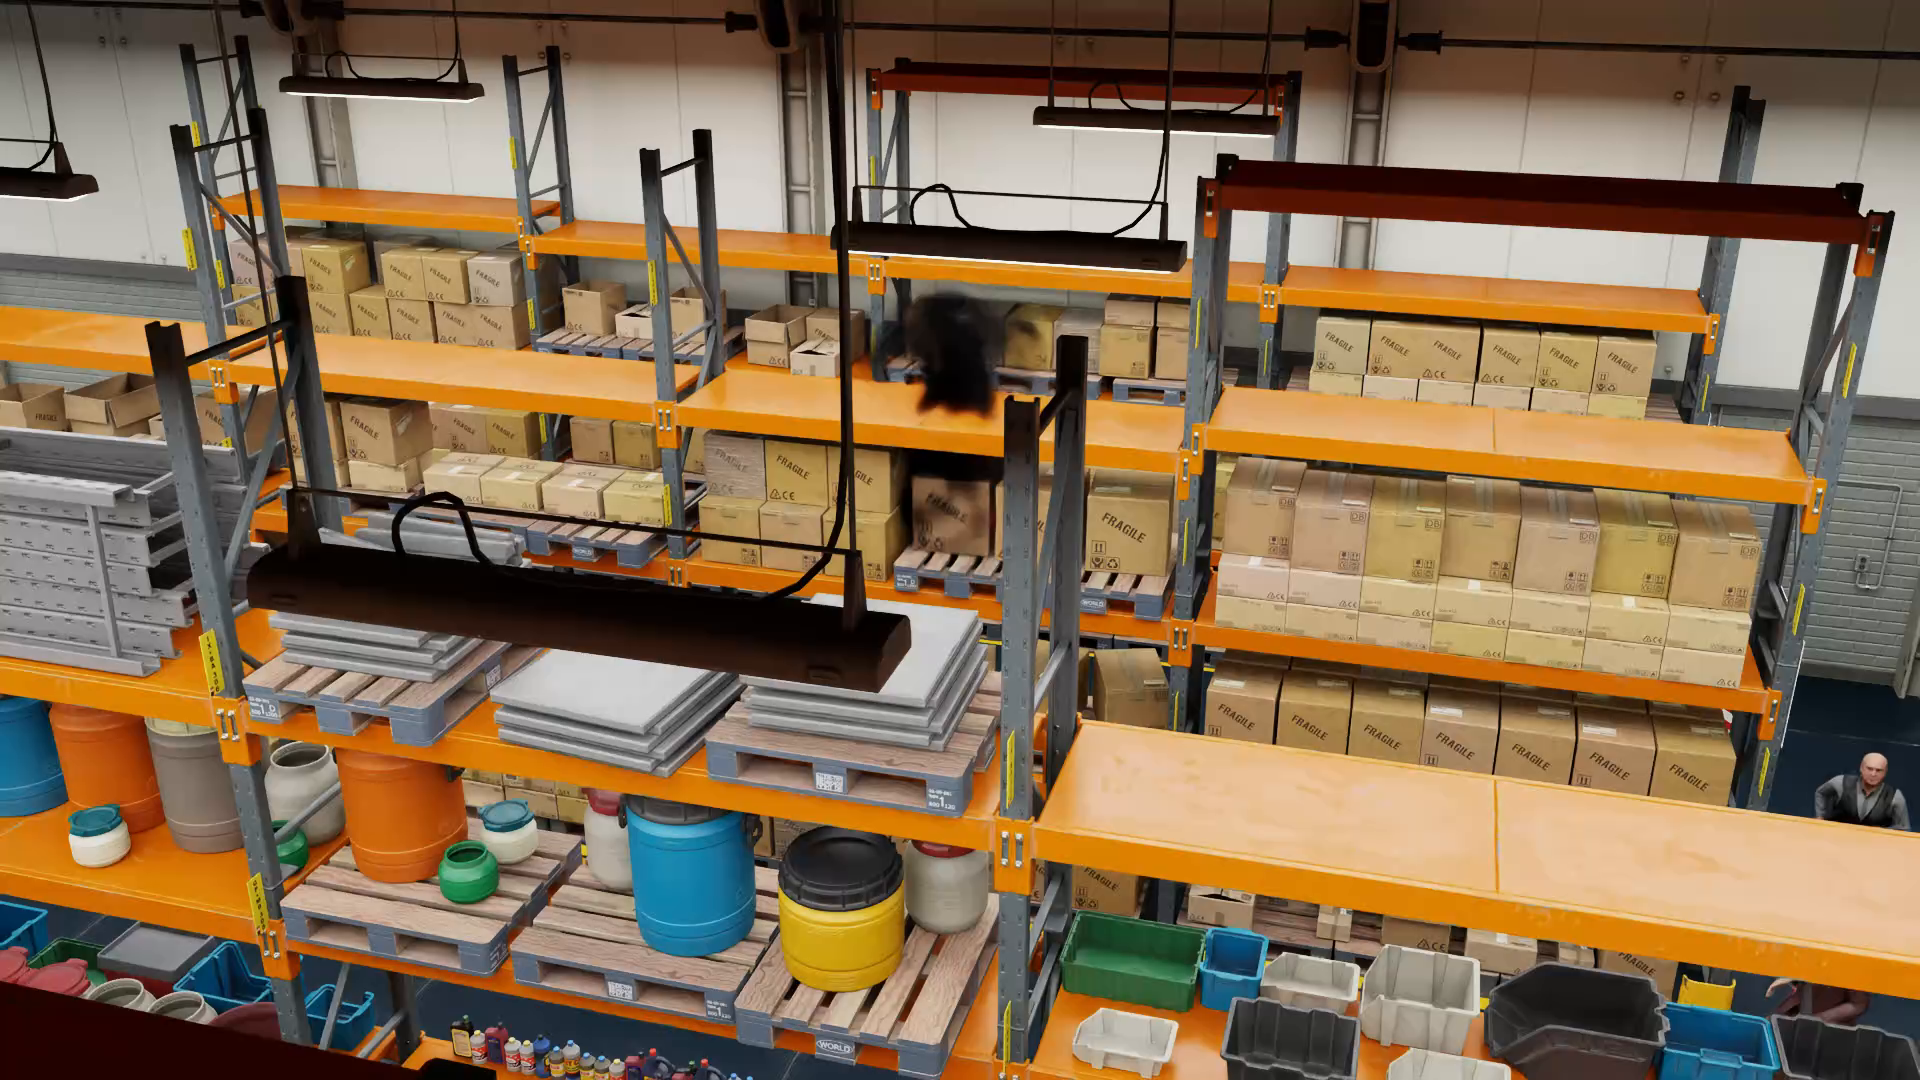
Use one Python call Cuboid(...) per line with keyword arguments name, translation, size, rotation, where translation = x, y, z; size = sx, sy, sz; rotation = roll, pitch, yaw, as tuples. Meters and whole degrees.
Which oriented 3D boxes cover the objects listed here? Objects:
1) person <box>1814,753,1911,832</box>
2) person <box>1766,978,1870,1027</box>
Cuboid(name="person", translation=(6.874, 2.377, 12.784), size=(0.643, 1.703, 0.908), rotation=(8, 24, 19))
Cuboid(name="person", translation=(5.673, 3.128, 11.006), size=(0.657, 1.725, 0.676), rotation=(-6, 23, -13))
